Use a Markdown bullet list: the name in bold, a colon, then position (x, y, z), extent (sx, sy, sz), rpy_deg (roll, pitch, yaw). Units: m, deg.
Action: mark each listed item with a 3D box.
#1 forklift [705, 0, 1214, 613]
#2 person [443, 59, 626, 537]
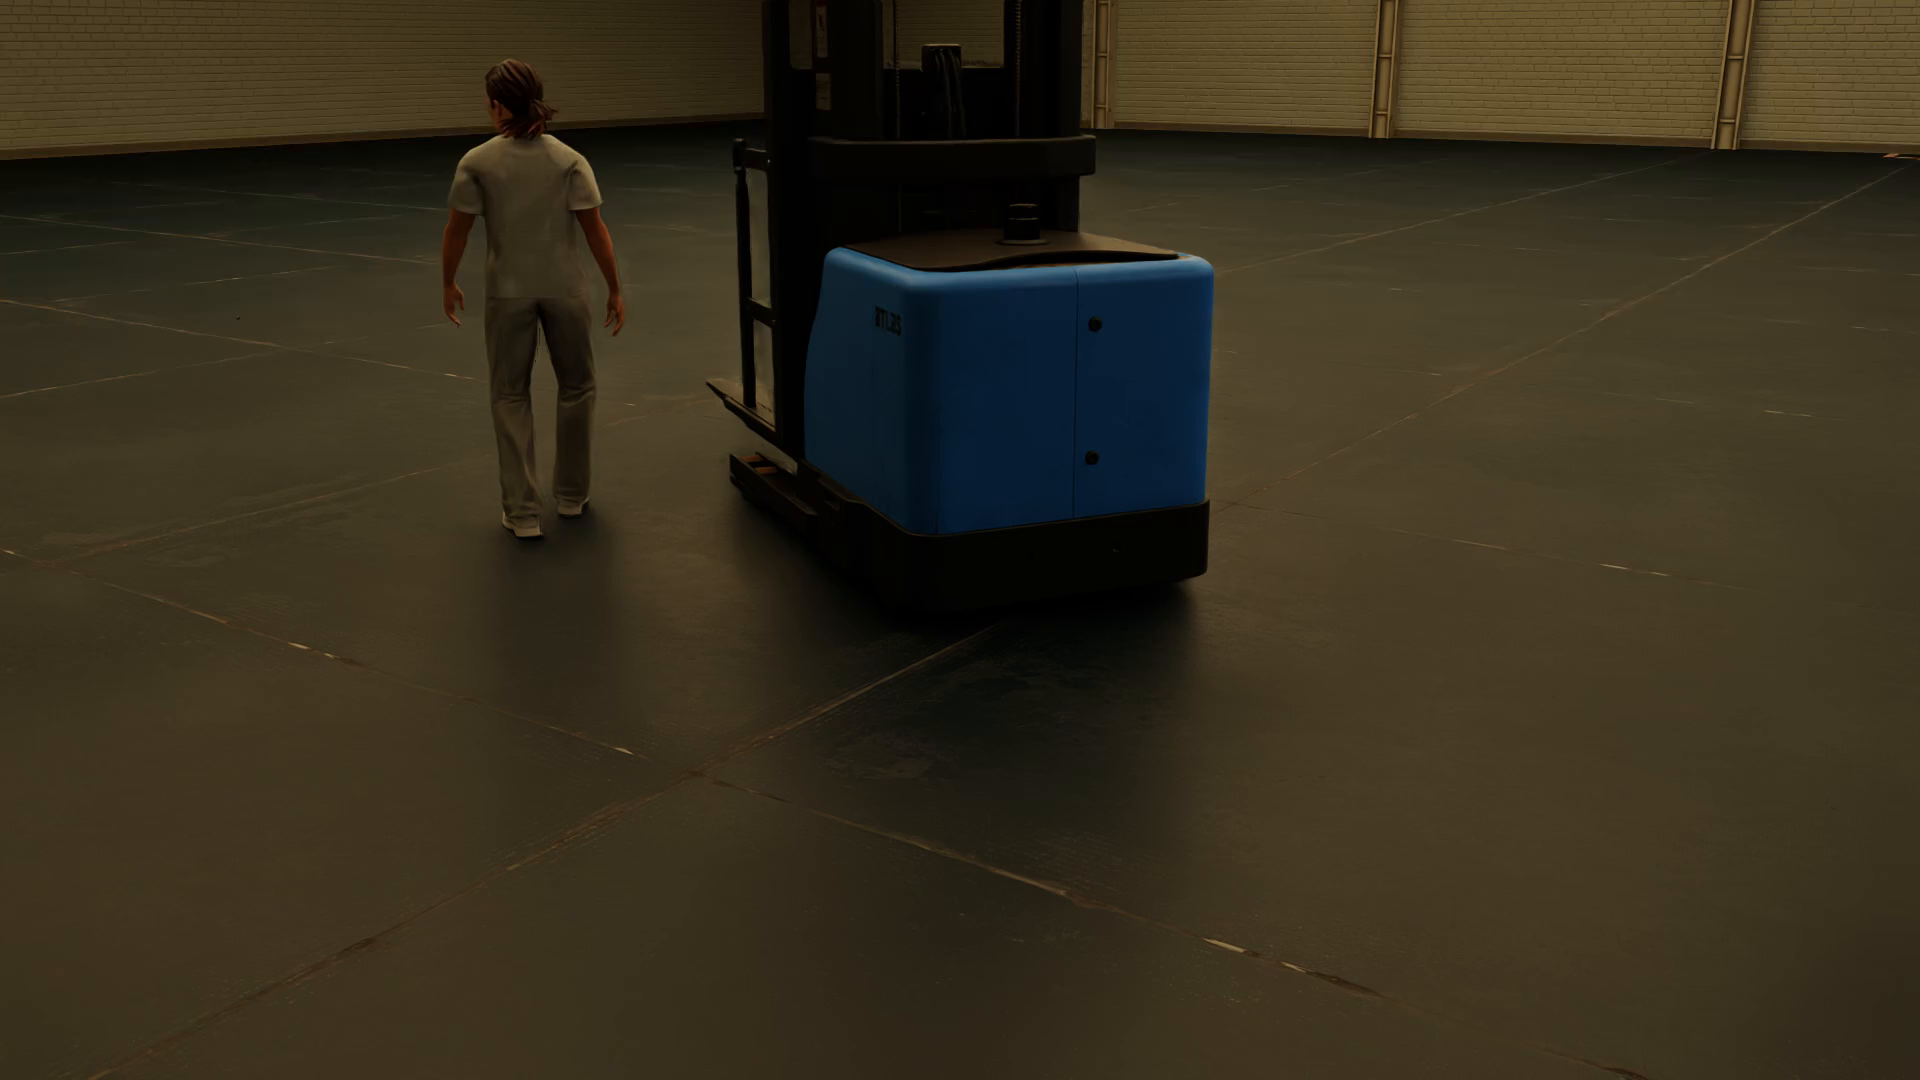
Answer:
- **forklift**: position (-0.253, -1.564, 6.064), extent (1.130, 2.935, 3.031), rpy_deg (-7, 18, -22)
- **person**: position (-1.535, -0.874, 5.992), extent (0.629, 1.653, 0.573), rpy_deg (-4, 17, -15)
